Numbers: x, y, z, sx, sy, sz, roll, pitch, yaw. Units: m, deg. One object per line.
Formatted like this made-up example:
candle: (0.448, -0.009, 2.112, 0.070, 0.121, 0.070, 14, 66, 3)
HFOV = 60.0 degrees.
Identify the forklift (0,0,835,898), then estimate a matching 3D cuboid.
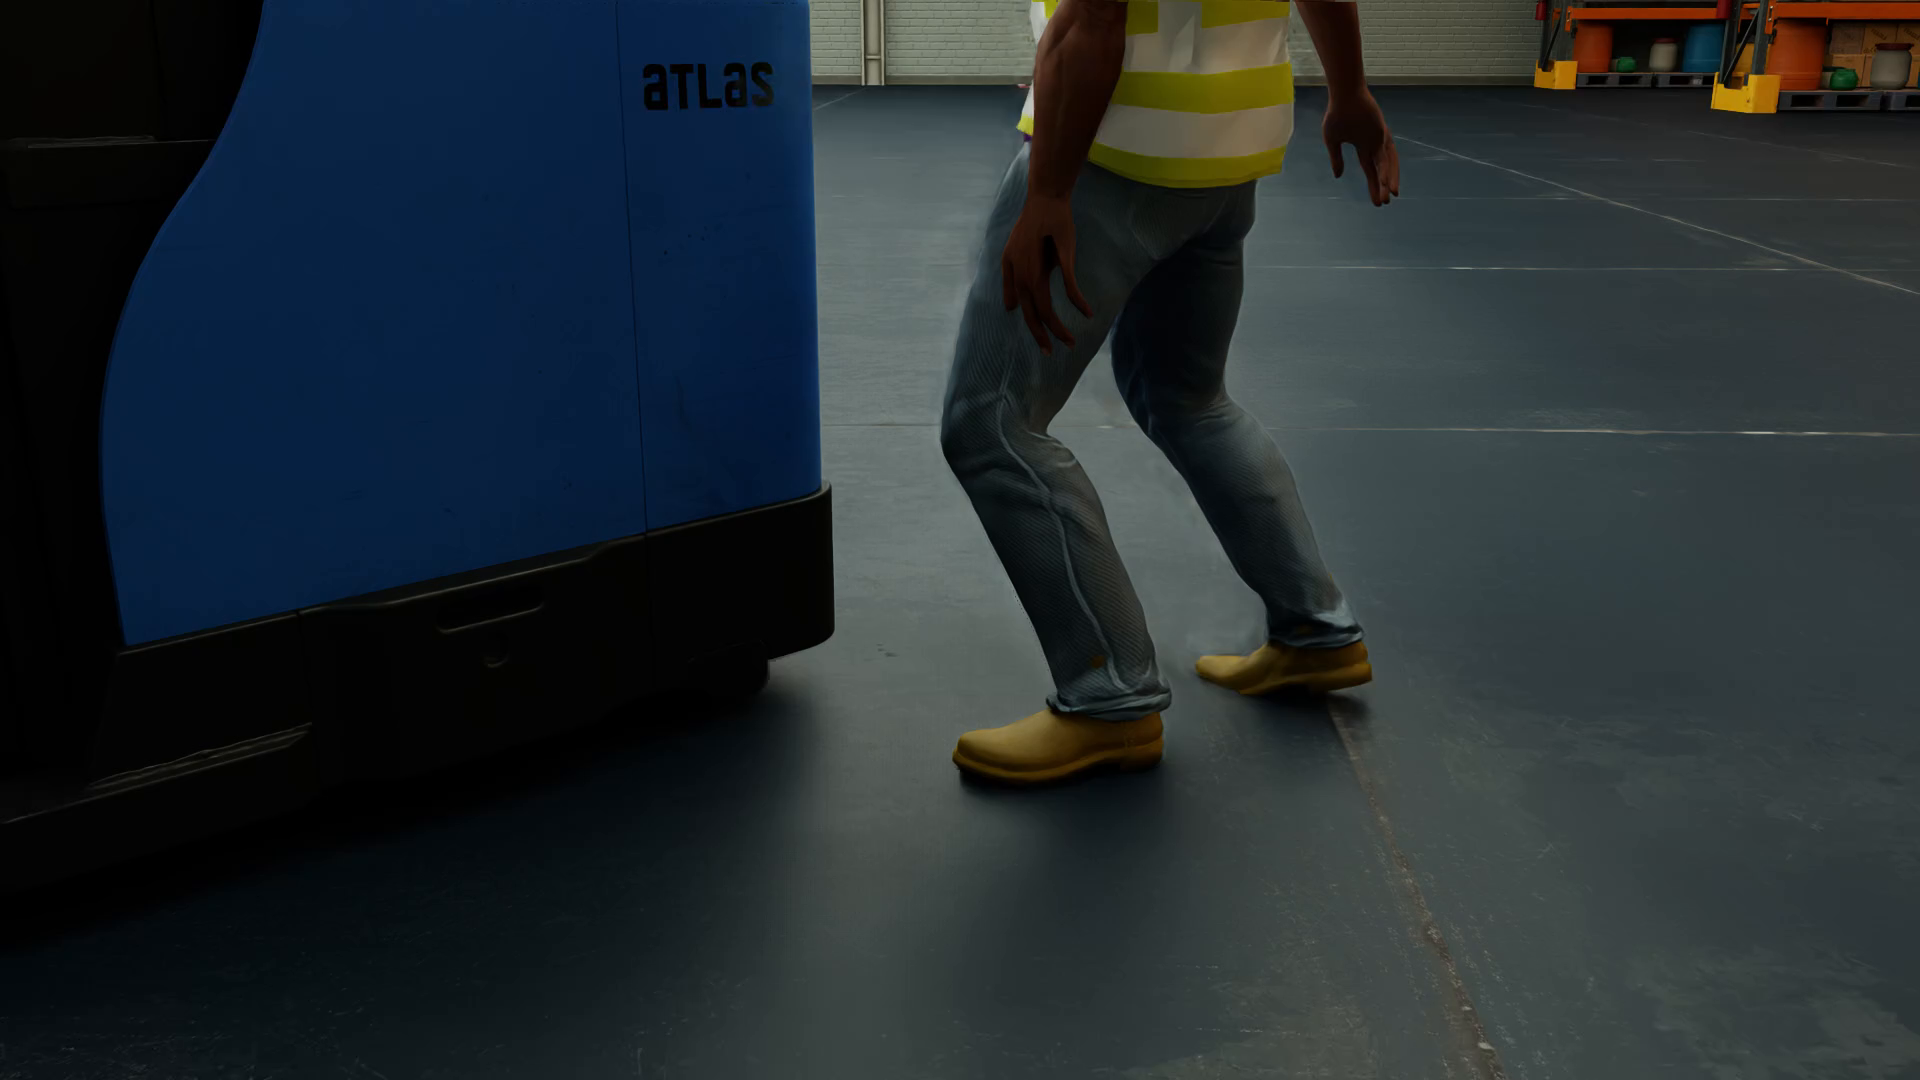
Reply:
forklift: (-1.642, -1.003, 1.661, 3.031, 2.935, 1.130, -15, 22, -39)

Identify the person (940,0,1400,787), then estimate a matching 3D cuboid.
person: (0.347, -0.551, 2.349, 0.504, 1.720, 0.912, 14, 22, 37)
